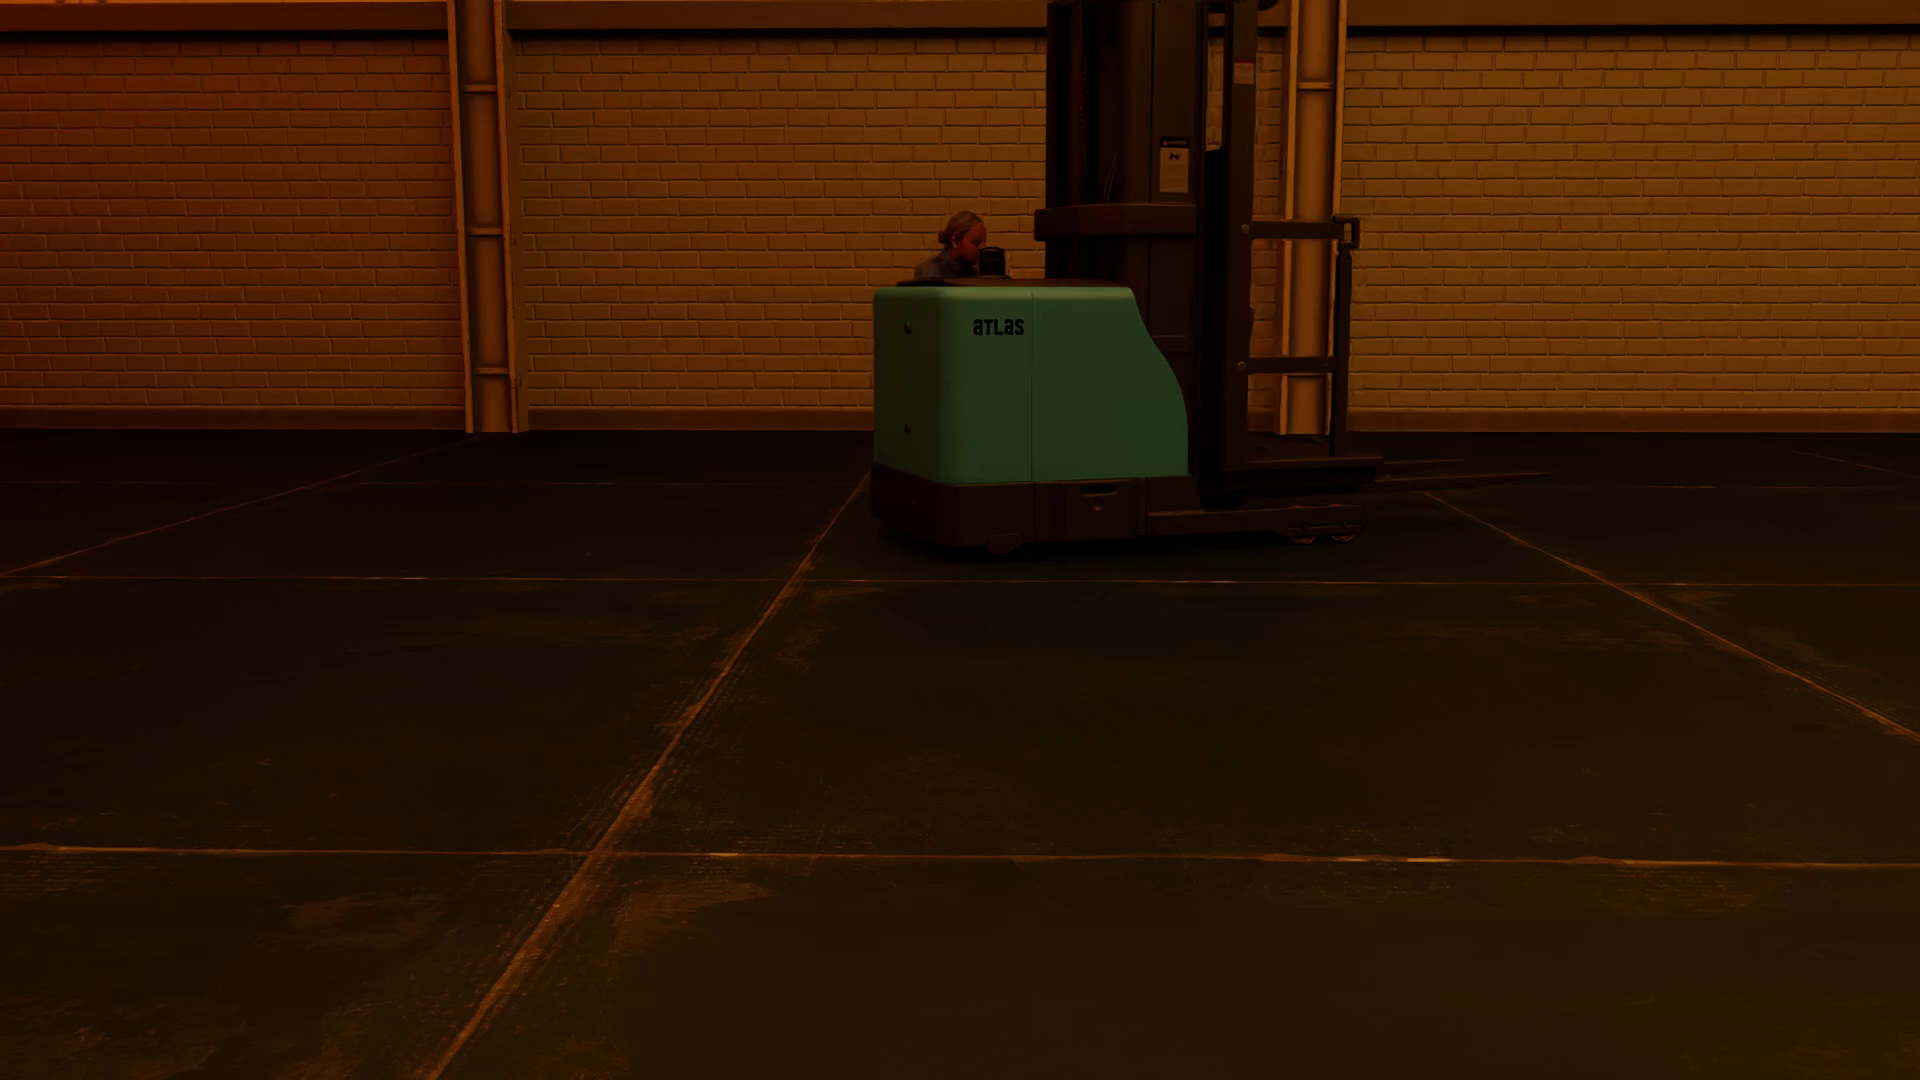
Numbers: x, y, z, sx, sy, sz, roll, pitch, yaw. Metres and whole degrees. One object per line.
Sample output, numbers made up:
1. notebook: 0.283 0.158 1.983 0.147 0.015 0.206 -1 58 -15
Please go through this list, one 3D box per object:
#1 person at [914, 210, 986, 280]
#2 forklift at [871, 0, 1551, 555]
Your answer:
1. person: 0.132 -0.789 7.669 0.801 1.450 0.720 5 10 28
2. forklift: 1.181 -1.501 7.250 3.031 2.935 1.130 -3 9 -20
